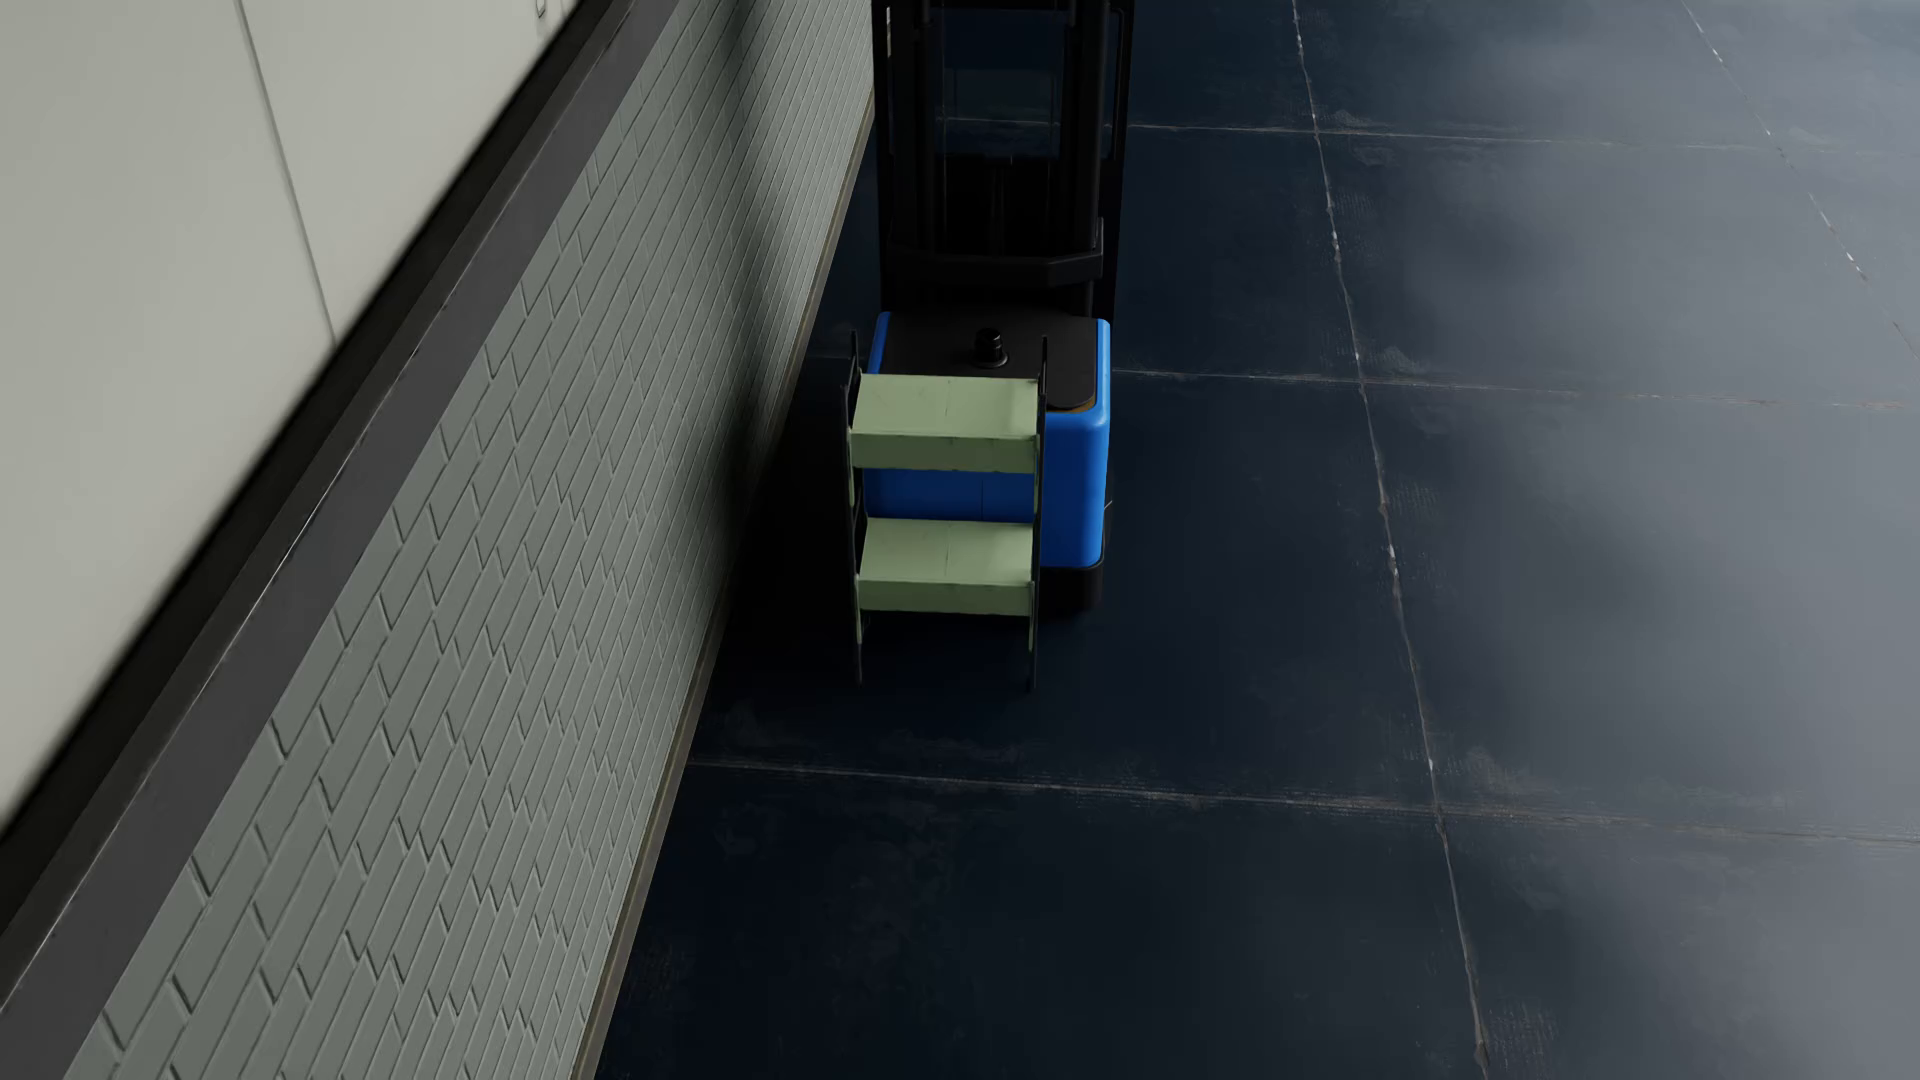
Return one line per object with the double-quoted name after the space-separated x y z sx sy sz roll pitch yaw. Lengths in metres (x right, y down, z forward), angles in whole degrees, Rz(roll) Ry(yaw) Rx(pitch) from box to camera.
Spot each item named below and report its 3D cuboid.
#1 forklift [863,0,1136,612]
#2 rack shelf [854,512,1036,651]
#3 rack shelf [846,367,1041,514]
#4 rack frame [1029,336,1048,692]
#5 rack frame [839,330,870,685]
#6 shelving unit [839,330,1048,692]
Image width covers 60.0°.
0.194 -1.738 7.564 1.130 2.935 3.031 2 39 3 "forklift"
-0.052 0.169 6.871 0.720 0.370 0.431 2 39 3 "rack shelf"
-0.052 -0.386 6.418 0.720 0.370 0.431 2 39 3 "rack shelf"
0.313 -0.070 6.648 0.023 1.500 0.400 2 39 3 "rack frame"
-0.418 -0.097 6.681 0.023 1.500 0.400 2 39 3 "rack frame"
-0.052 -0.084 6.665 0.755 1.500 0.431 2 39 3 "shelving unit"
